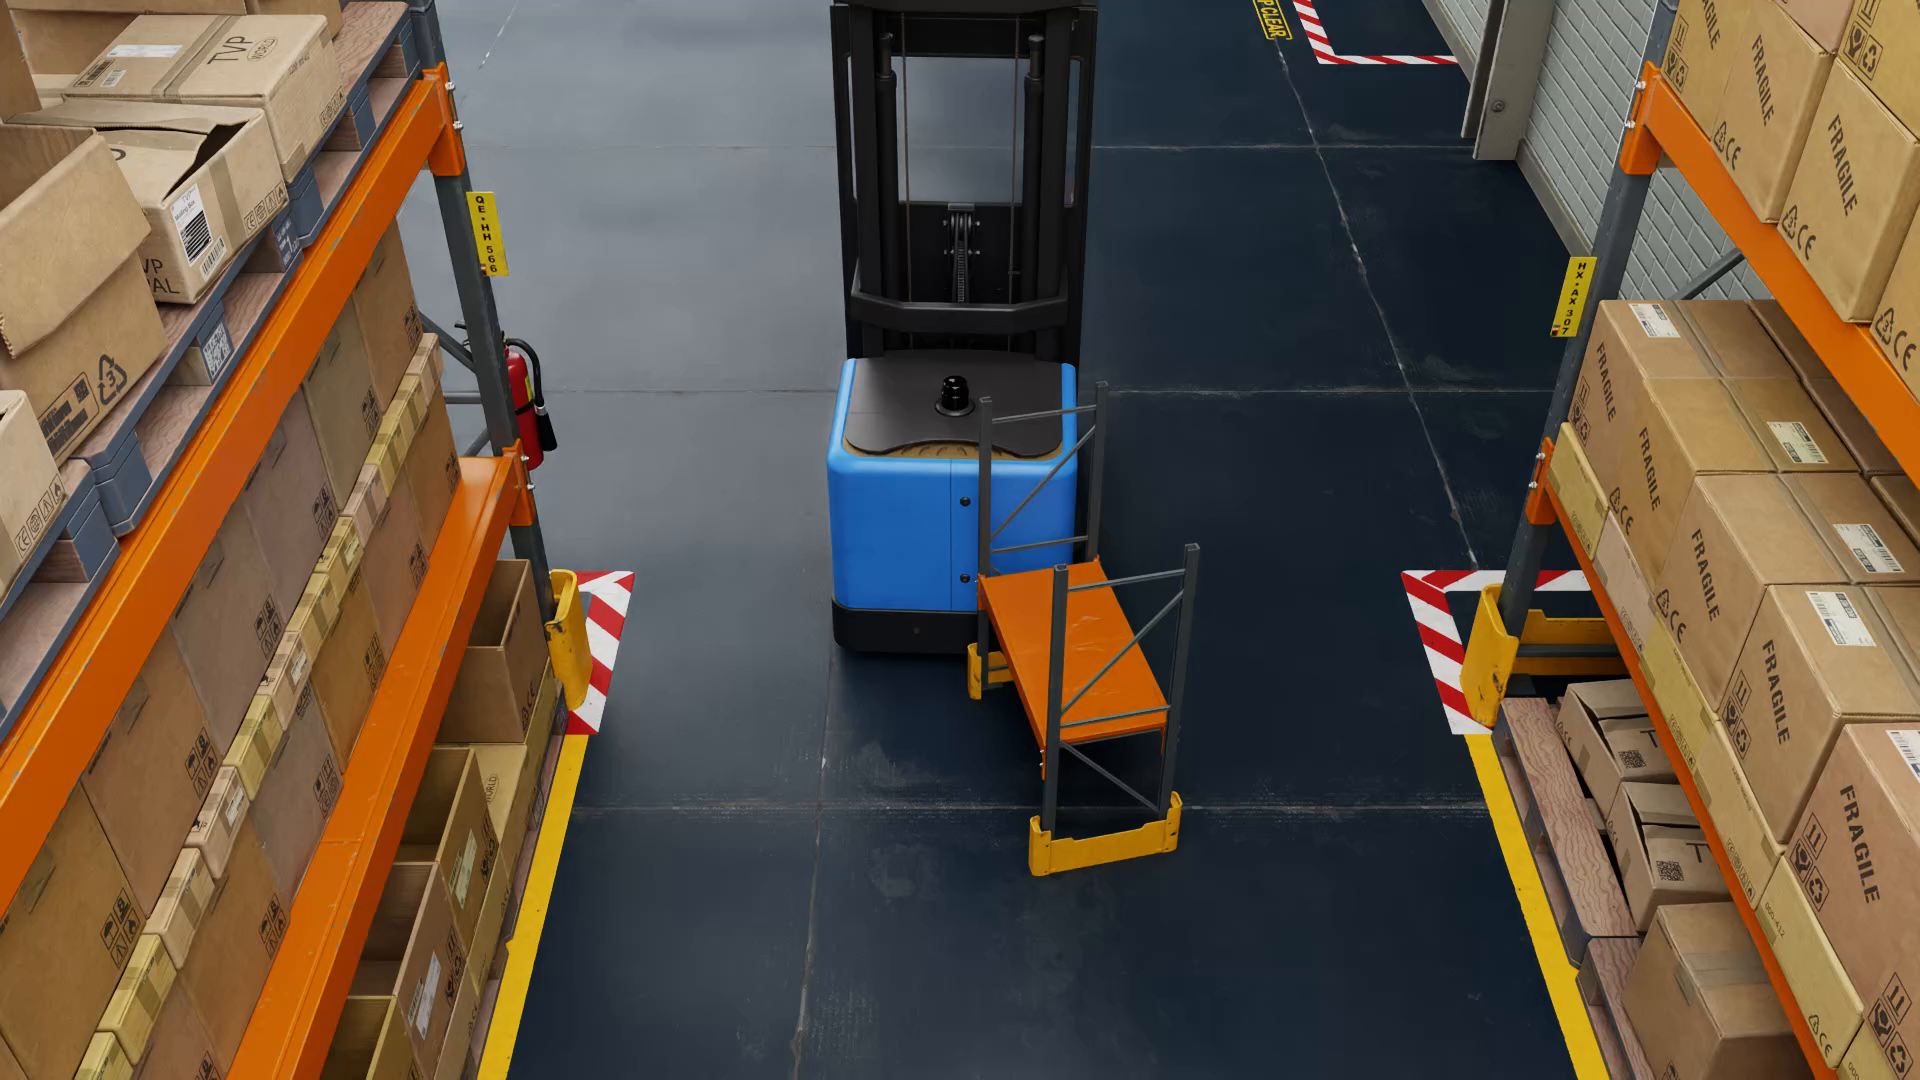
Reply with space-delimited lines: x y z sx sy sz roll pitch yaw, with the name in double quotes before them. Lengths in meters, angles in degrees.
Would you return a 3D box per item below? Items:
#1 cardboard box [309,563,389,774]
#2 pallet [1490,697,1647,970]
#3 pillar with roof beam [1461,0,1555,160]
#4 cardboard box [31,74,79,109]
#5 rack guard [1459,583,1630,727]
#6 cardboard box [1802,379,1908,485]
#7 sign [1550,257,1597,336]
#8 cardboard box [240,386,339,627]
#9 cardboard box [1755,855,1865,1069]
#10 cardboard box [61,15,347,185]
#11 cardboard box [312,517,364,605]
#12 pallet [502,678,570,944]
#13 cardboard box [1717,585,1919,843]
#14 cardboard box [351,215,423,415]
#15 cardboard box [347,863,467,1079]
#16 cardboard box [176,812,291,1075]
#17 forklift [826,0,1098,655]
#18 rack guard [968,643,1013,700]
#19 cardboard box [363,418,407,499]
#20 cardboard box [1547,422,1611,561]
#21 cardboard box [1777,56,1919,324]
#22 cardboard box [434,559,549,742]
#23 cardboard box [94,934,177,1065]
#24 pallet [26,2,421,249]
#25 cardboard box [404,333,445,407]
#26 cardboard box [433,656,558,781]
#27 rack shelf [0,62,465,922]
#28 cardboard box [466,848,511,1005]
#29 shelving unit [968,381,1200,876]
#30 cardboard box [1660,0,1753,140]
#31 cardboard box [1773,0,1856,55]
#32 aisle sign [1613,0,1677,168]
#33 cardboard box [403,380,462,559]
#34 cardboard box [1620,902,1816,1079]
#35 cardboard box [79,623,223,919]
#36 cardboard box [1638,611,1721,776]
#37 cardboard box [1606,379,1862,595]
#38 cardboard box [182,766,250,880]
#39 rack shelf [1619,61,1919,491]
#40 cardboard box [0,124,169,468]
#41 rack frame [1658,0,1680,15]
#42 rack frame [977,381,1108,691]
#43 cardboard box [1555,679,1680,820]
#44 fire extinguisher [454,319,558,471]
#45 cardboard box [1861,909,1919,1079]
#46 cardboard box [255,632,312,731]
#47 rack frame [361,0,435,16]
"cardboard box" -2.208 0.360 5.067 0.700 0.500 0.500 0 39 0
"pallet" 2.723 1.106 6.446 1.003 0.211 1.213 0 39 0
"pillar with roof beam" -0.689 -6.191 8.524 9.100 9.000 0.400 0 39 0
"cardboard box" -2.371 -1.087 4.308 0.380 0.149 0.250 0 39 0
"rack guard" 2.757 0.485 6.990 1.175 0.500 0.348 0 39 0
"cardboard box" 2.961 -0.170 5.313 0.500 0.500 0.500 0 39 1
"sign" 2.215 -0.875 5.996 0.100 0.325 0.005 0 39 0
"cardboard box" -2.201 -0.108 4.614 0.700 0.500 0.500 0 39 0
"cardboard box" 2.450 1.092 4.338 0.500 0.250 0.500 0 39 0
"cardboard box" -1.931 -1.142 4.296 0.500 0.250 0.500 0 39 0
"cardboard box" -2.004 0.060 4.923 0.380 0.149 0.250 1 39 1
"pallet" -2.154 1.035 6.536 1.003 0.211 1.213 0 39 0
"cardboard box" 2.455 0.474 4.509 0.500 0.500 0.500 1 39 1
"cardboard box" -2.208 -0.752 5.418 0.700 0.500 0.500 0 39 0
"cardboard box" -1.883 1.358 5.166 0.500 0.500 0.500 0 39 0
"cardboard box" -2.202 1.010 4.257 0.700 0.500 0.500 1 39 1
"forklift" 0.027 -1.535 7.568 1.130 2.935 3.031 2 39 2
"rack guard" 0.324 0.523 7.143 0.587 0.250 0.087 -9 39 -10
"cardboard box" -2.003 -0.261 5.324 0.380 0.149 0.250 -1 39 -1
"cardboard box" 2.440 -0.181 5.927 0.500 0.250 0.500 -1 39 -1
"cardboard box" 2.477 -0.885 4.207 0.500 0.500 0.500 2 39 2
"cardboard box" -1.898 0.420 6.336 0.500 0.500 0.500 0 39 0
"cardboard box" -2.002 1.027 3.717 0.380 0.149 0.250 0 39 0
"pallet" -2.221 -1.226 4.798 1.003 0.211 1.213 0 39 0
"cardboard box" -2.005 -0.585 5.728 0.380 0.149 0.250 -1 39 -1
"cardboard box" -1.900 0.713 6.571 0.500 0.250 0.500 0 39 0
"rack shelf" -2.194 -0.171 3.987 1.077 0.370 4.000 0 39 0
"cardboard box" -1.885 1.338 5.790 0.500 0.250 0.500 0 39 0
"shelving unit" 0.440 0.338 6.374 0.587 1.500 1.083 -9 39 -10
"cardboard box" 2.508 -1.546 5.031 0.500 0.500 0.500 1 39 1
"cardboard box" 2.465 -1.590 4.287 0.500 0.500 0.500 0 39 -1
"aisle sign" 2.457 -1.597 5.511 0.394 0.787 0.004 0 39 0
"cardboard box" -2.209 -0.279 5.865 0.700 0.500 0.500 0 39 0
"cardboard box" 2.620 1.514 5.354 0.700 0.500 0.500 -2 39 -3
"cardboard box" -2.200 0.518 3.833 0.700 0.500 0.500 0 39 0
"cardboard box" 2.450 0.462 5.125 0.500 0.250 0.500 -1 39 -1
"cardboard box" 2.448 -0.172 5.315 0.500 0.500 0.500 0 39 0
"cardboard box" -2.004 0.704 4.120 0.380 0.149 0.250 -1 39 -1
"rack shelf" 2.760 -0.177 3.994 1.077 0.370 4.000 0 39 0
"cardboard box" -2.067 -0.490 3.279 0.797 0.503 0.637 4 39 5
"rack frame" 2.757 -2.879 4.392 1.000 3.000 0.127 0 39 0
"rack frame" 0.319 0.023 6.767 0.500 1.500 0.032 -9 39 -10
"cardboard box" 2.668 0.773 6.431 0.500 0.311 0.500 -4 39 -5
"fire extinguisher" -1.732 -0.576 6.377 0.296 0.674 0.183 0 39 0
"cardboard box" 2.446 1.114 3.711 0.500 0.500 0.500 0 39 0
"cardboard box" -2.001 0.385 4.518 0.380 0.149 0.250 -1 39 -1
"rack frame" -2.196 -2.873 4.384 1.000 3.000 0.127 0 39 0
